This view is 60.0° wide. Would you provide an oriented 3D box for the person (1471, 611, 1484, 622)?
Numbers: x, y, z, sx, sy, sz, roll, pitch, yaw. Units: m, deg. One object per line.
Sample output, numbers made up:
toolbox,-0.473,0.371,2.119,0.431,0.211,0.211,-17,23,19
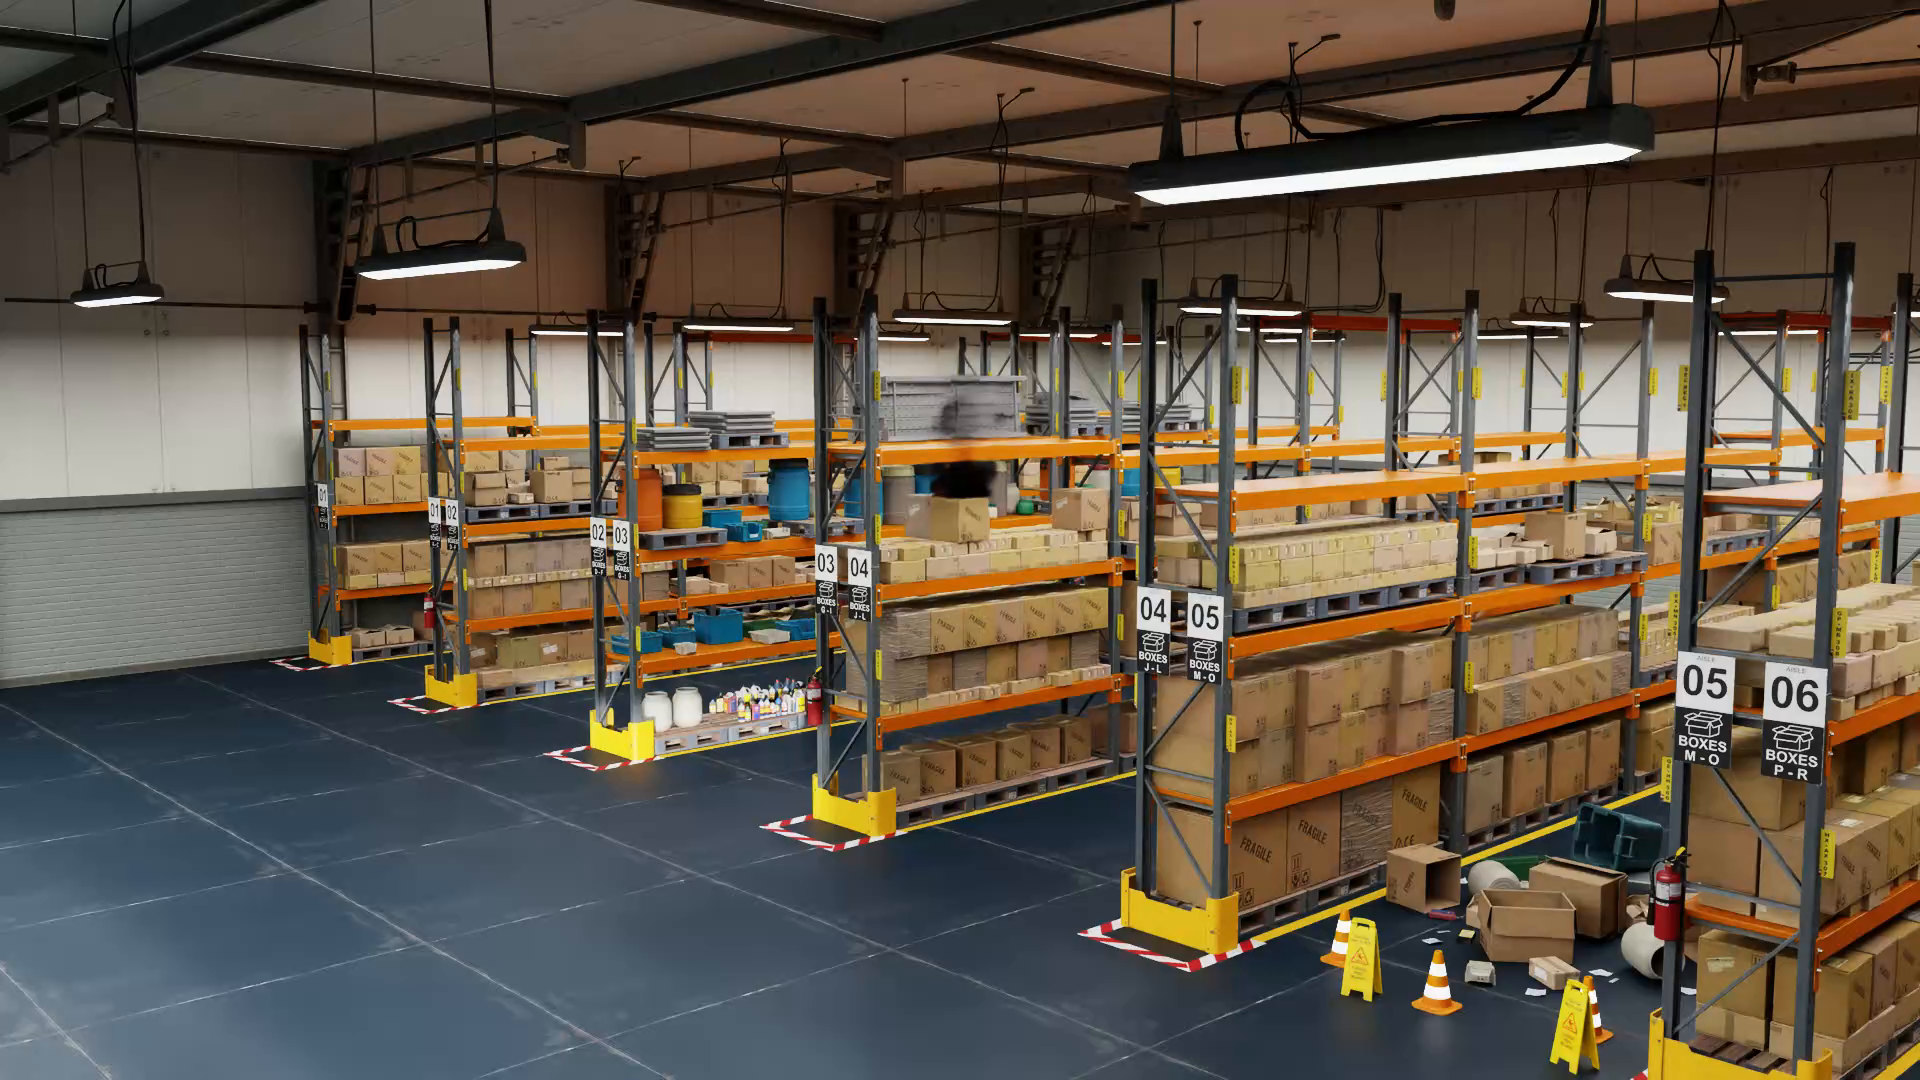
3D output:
person,7.635,1.829,24.530,0.634,1.789,0.881,5,7,39
